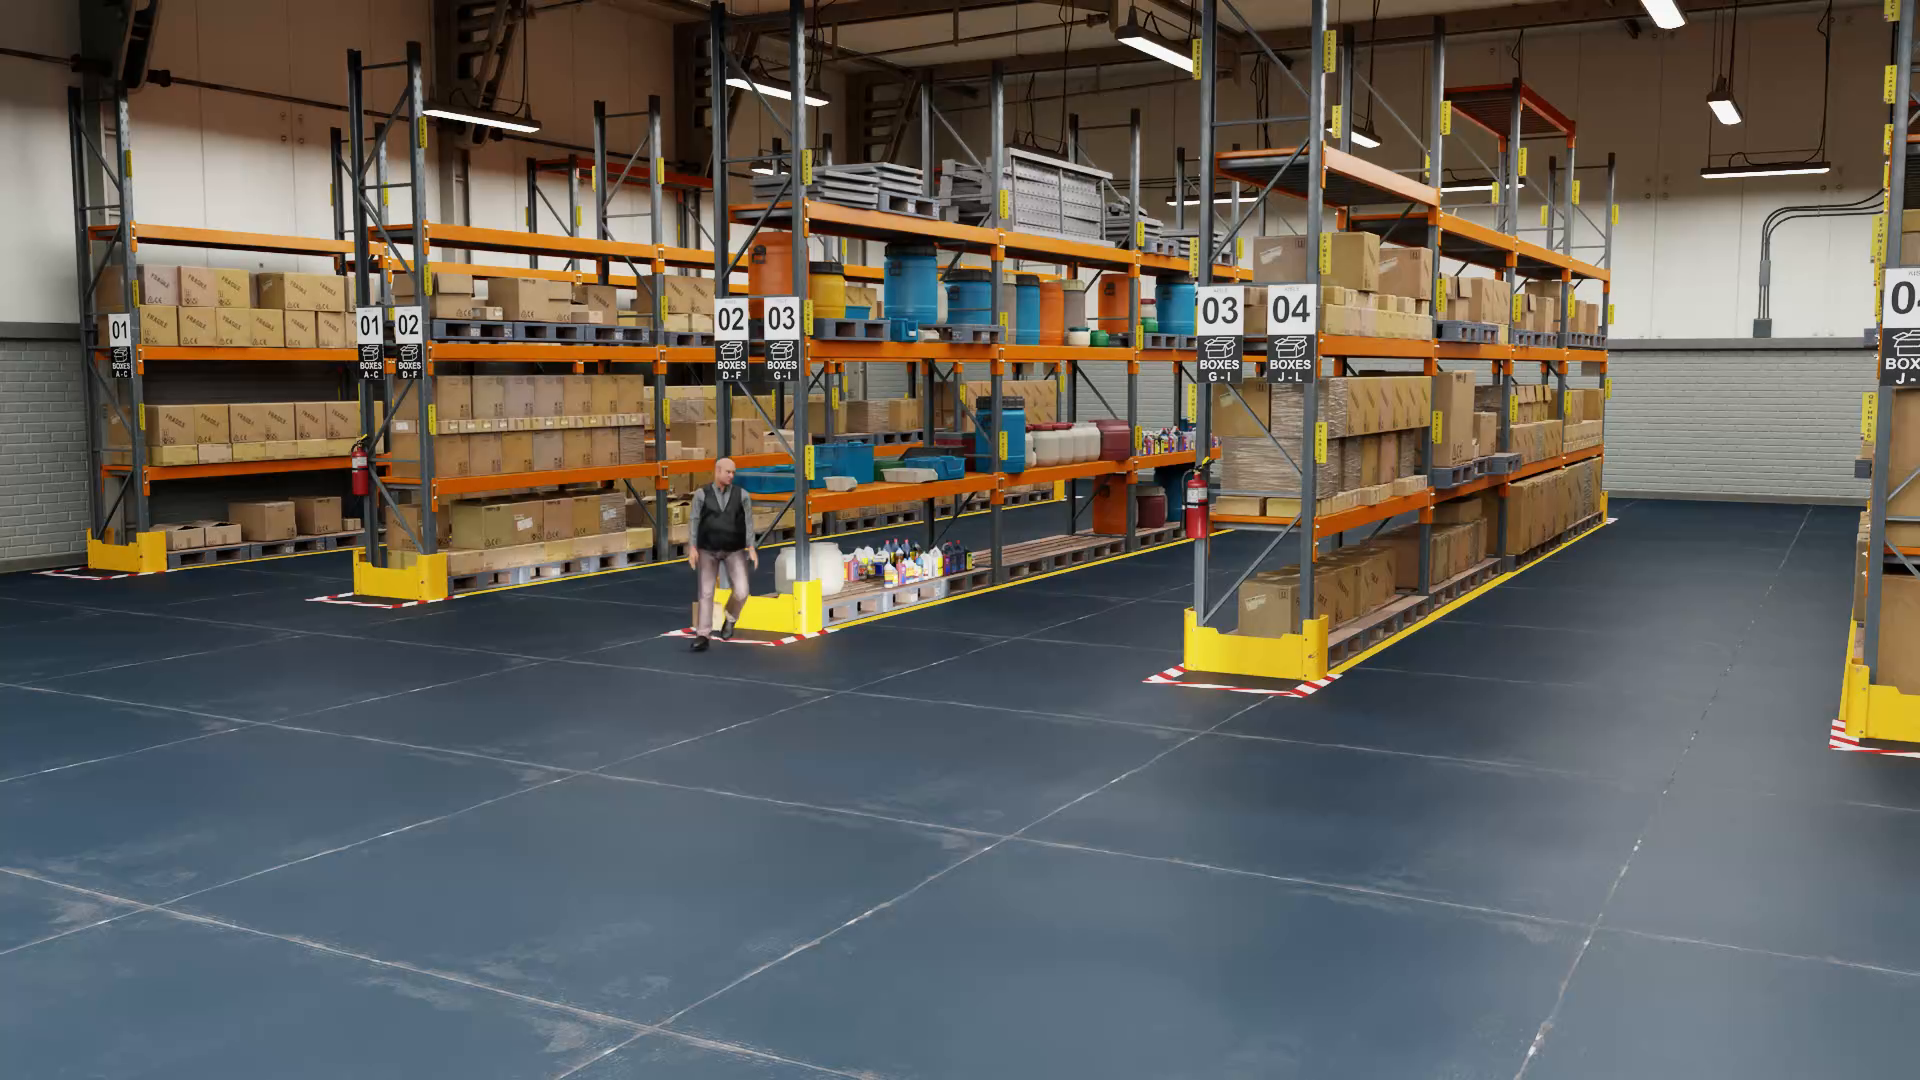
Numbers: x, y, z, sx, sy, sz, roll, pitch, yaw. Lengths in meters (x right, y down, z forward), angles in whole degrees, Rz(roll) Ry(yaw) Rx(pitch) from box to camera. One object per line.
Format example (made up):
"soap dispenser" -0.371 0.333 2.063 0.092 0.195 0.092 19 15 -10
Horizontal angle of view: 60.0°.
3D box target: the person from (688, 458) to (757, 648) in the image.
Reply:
"person" -2.145 0.111 15.026 0.617 1.709 0.483 -1 6 -10
